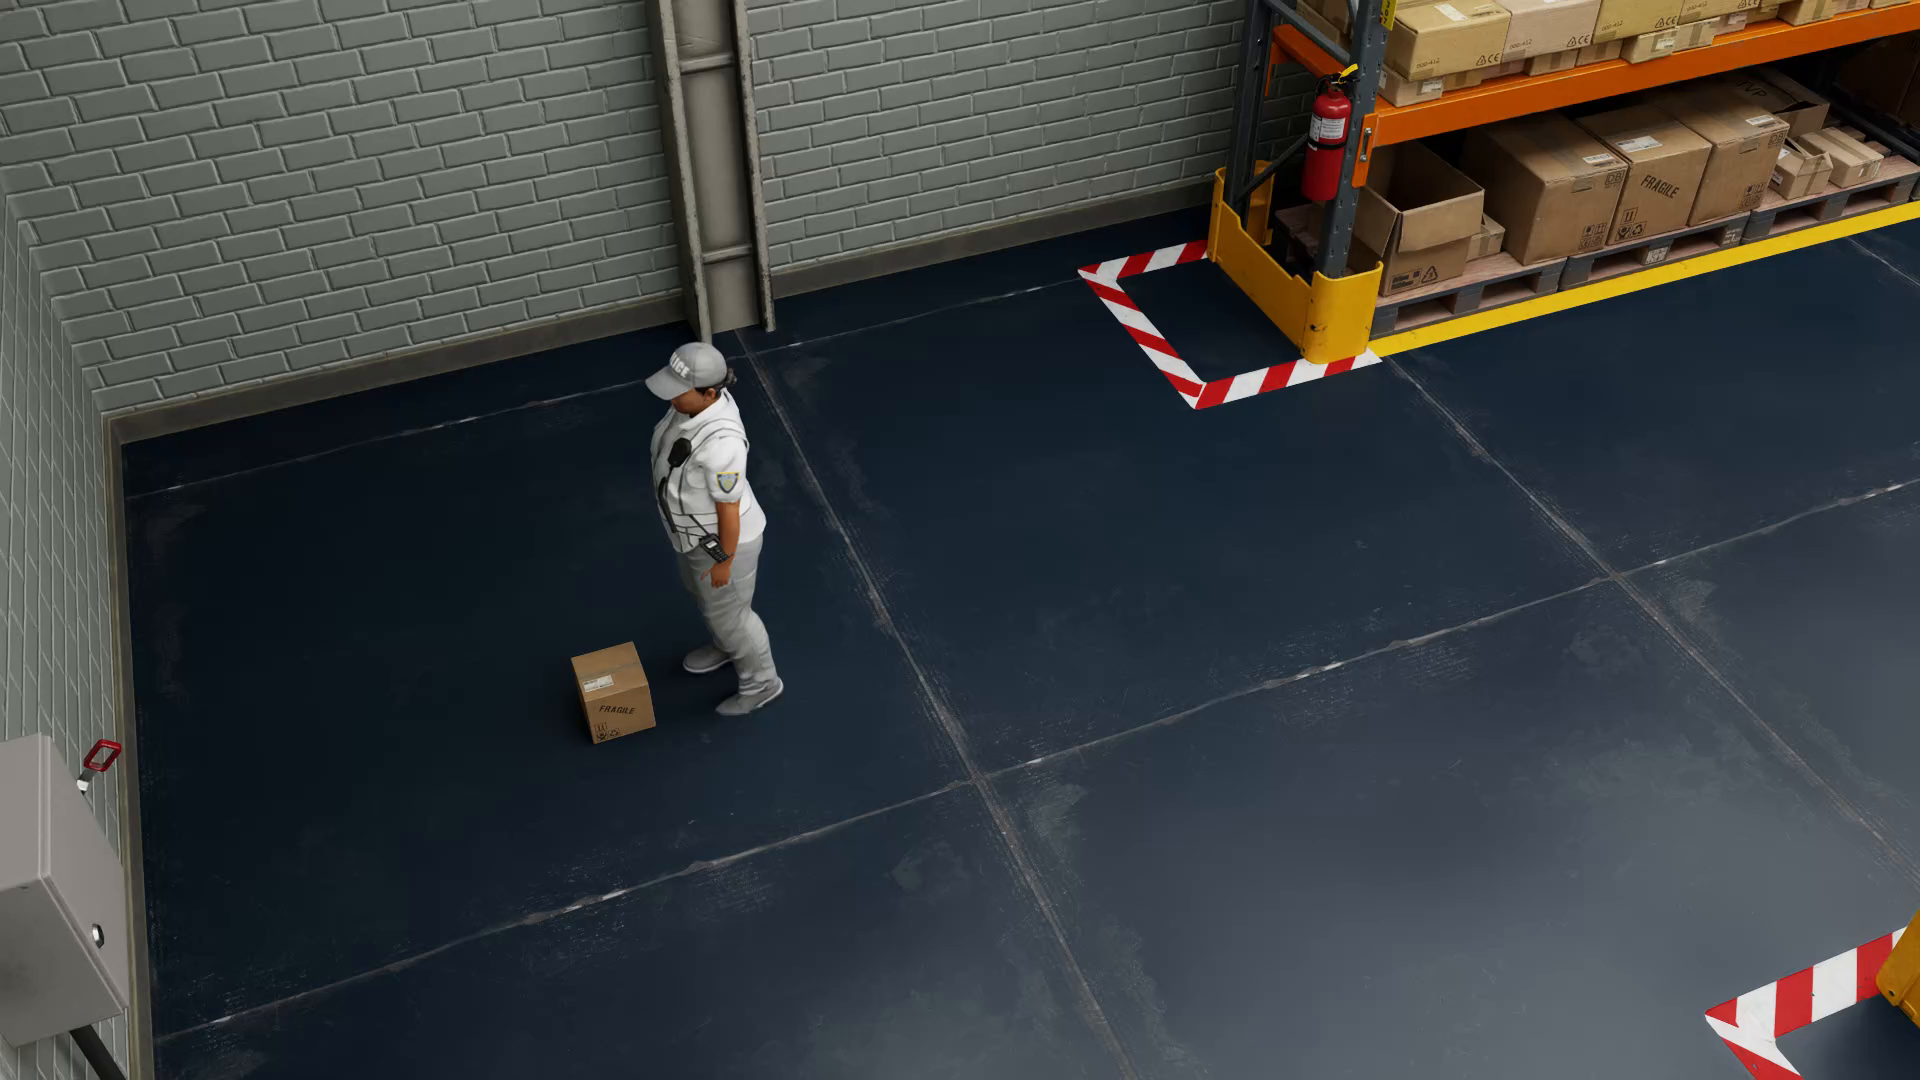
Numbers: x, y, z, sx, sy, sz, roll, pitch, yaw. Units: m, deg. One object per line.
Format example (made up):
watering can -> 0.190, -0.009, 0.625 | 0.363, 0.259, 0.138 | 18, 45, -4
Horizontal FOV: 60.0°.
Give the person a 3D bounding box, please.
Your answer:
person -> -0.927, -0.022, 6.215 | 0.389, 1.696, 0.466 | -14, 44, -16
